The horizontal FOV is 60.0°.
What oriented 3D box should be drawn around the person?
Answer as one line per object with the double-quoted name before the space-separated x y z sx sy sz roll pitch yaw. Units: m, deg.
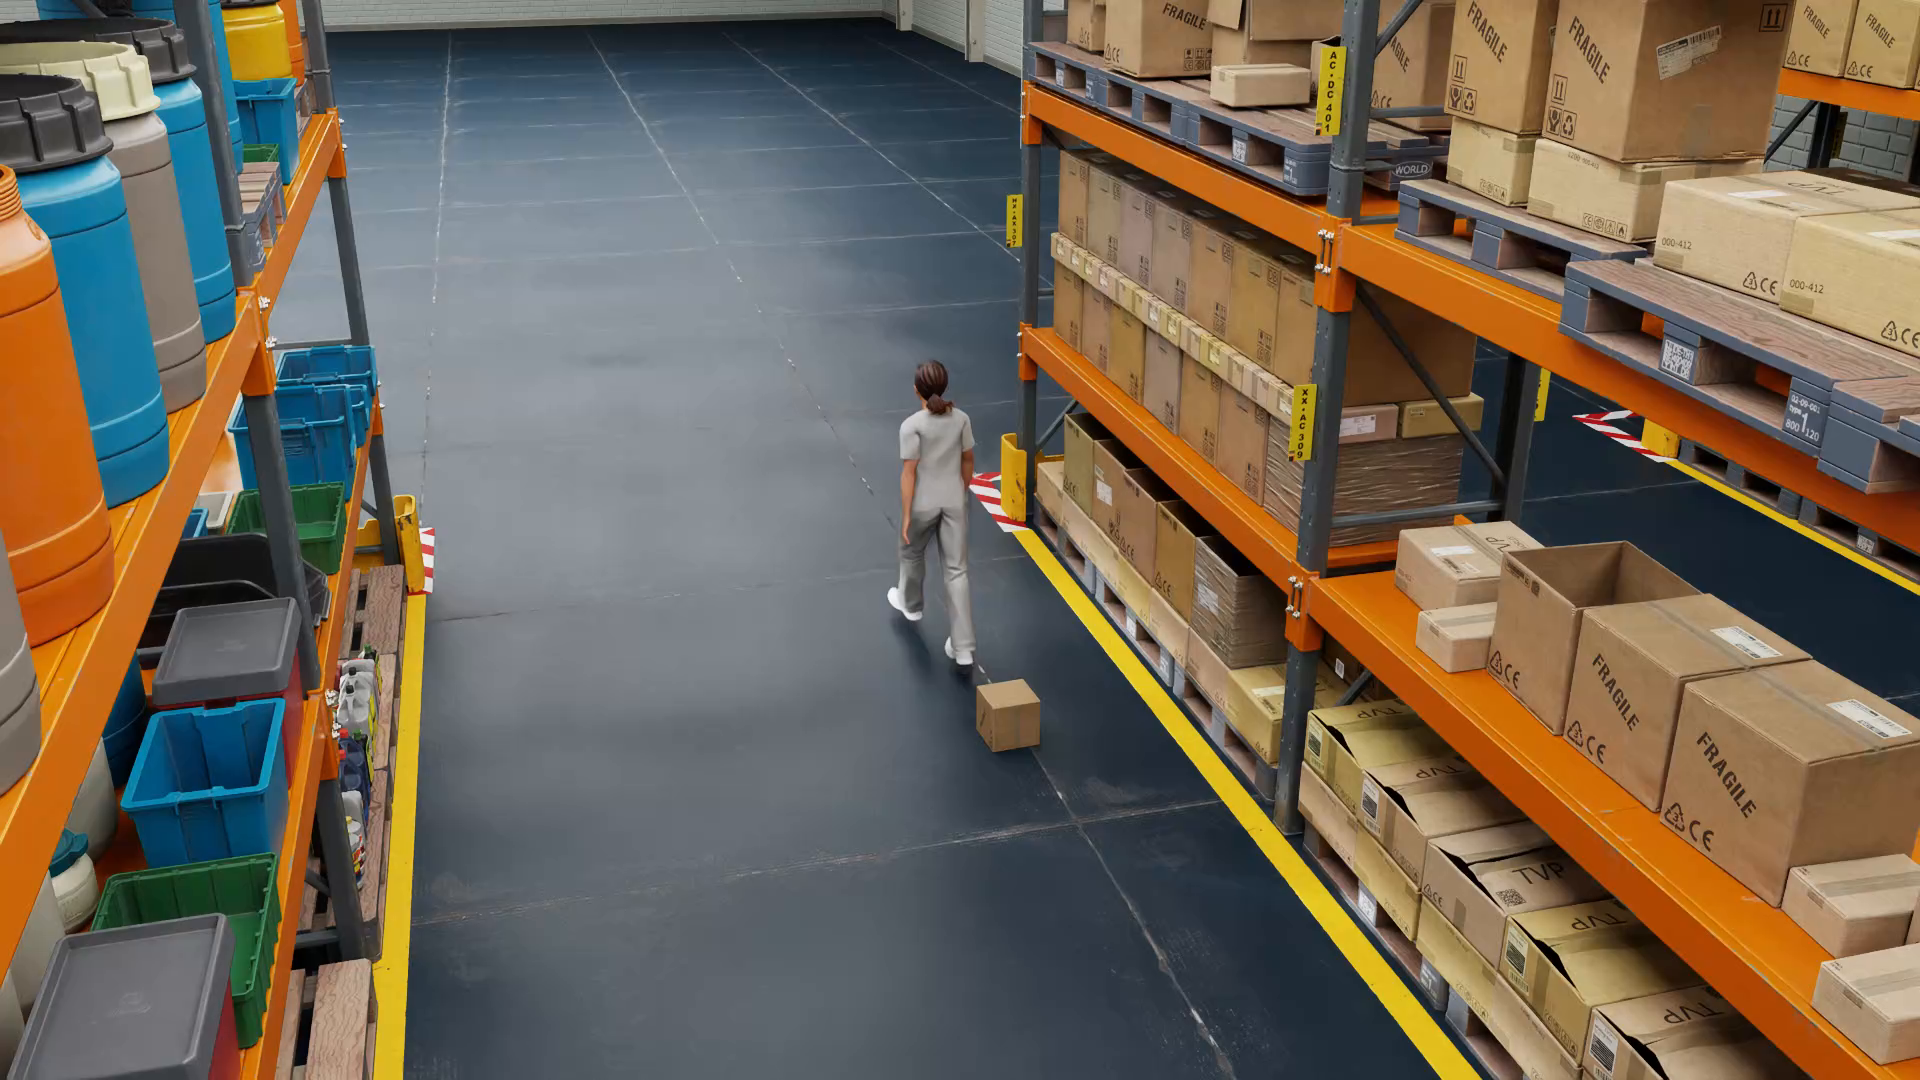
"person" -0.128 -0.195 9.083 0.464 1.610 1.053 -7 24 -17
